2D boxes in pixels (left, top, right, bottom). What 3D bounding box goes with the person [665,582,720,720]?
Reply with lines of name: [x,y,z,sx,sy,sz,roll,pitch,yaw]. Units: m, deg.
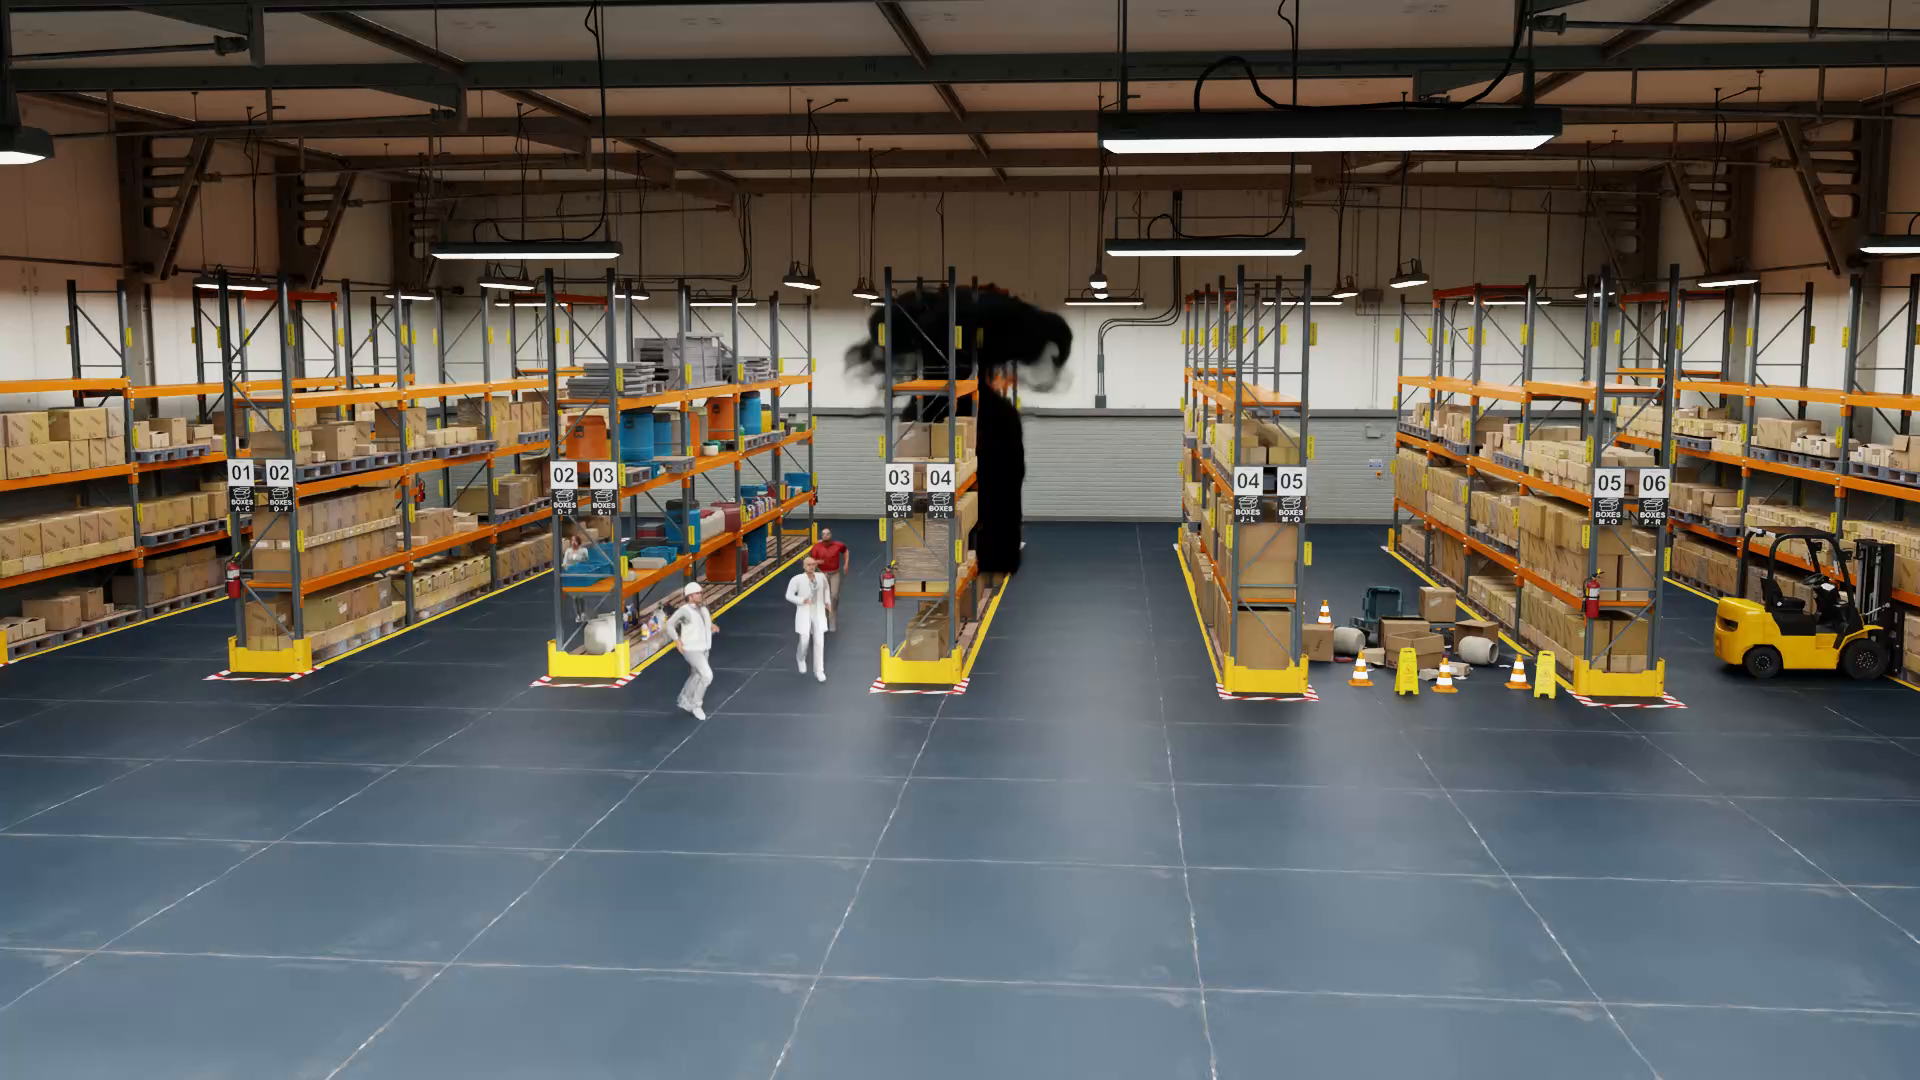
person: [-3.486,1.467,21.992,0.735,1.815,0.628,3,8,26]

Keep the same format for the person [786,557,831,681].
person: [-2.215,1.133,24.508,0.723,1.780,0.930,-3,7,-21]

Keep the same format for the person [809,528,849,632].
person: [-2.264,0.677,28.719,0.670,1.793,0.899,0,7,0]

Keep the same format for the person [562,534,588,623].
person: [-6.709,0.688,29.086,0.521,1.561,0.570,0,7,2]
